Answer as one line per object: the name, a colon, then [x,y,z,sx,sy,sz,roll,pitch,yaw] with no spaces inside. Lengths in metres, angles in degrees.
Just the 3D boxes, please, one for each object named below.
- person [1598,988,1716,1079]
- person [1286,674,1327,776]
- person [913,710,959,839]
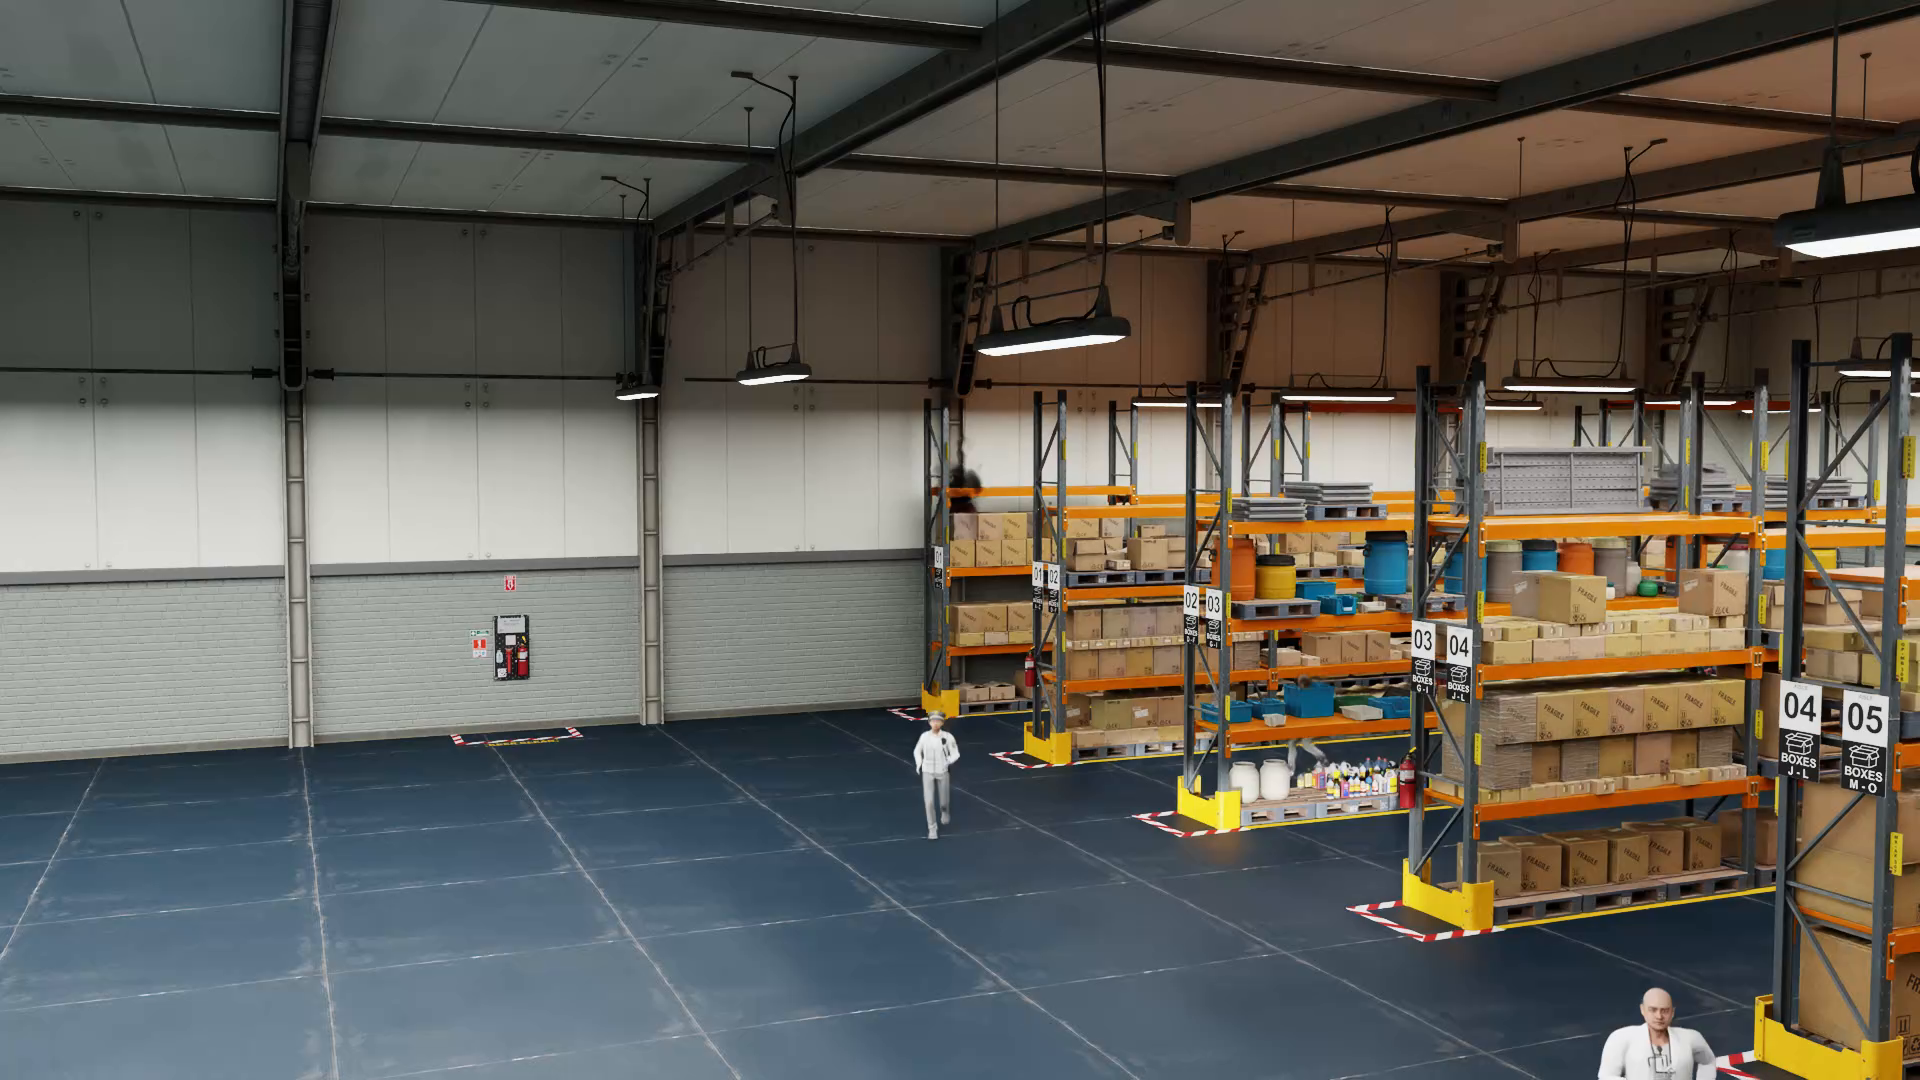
person: [4.280,3.660,10.229,0.674,1.835,0.865,1,4,22]
person: [5.277,2.852,25.532,0.878,1.606,0.539,-2,4,-31]
person: [-0.318,3.049,21.830,0.621,1.653,0.698,0,3,6]
